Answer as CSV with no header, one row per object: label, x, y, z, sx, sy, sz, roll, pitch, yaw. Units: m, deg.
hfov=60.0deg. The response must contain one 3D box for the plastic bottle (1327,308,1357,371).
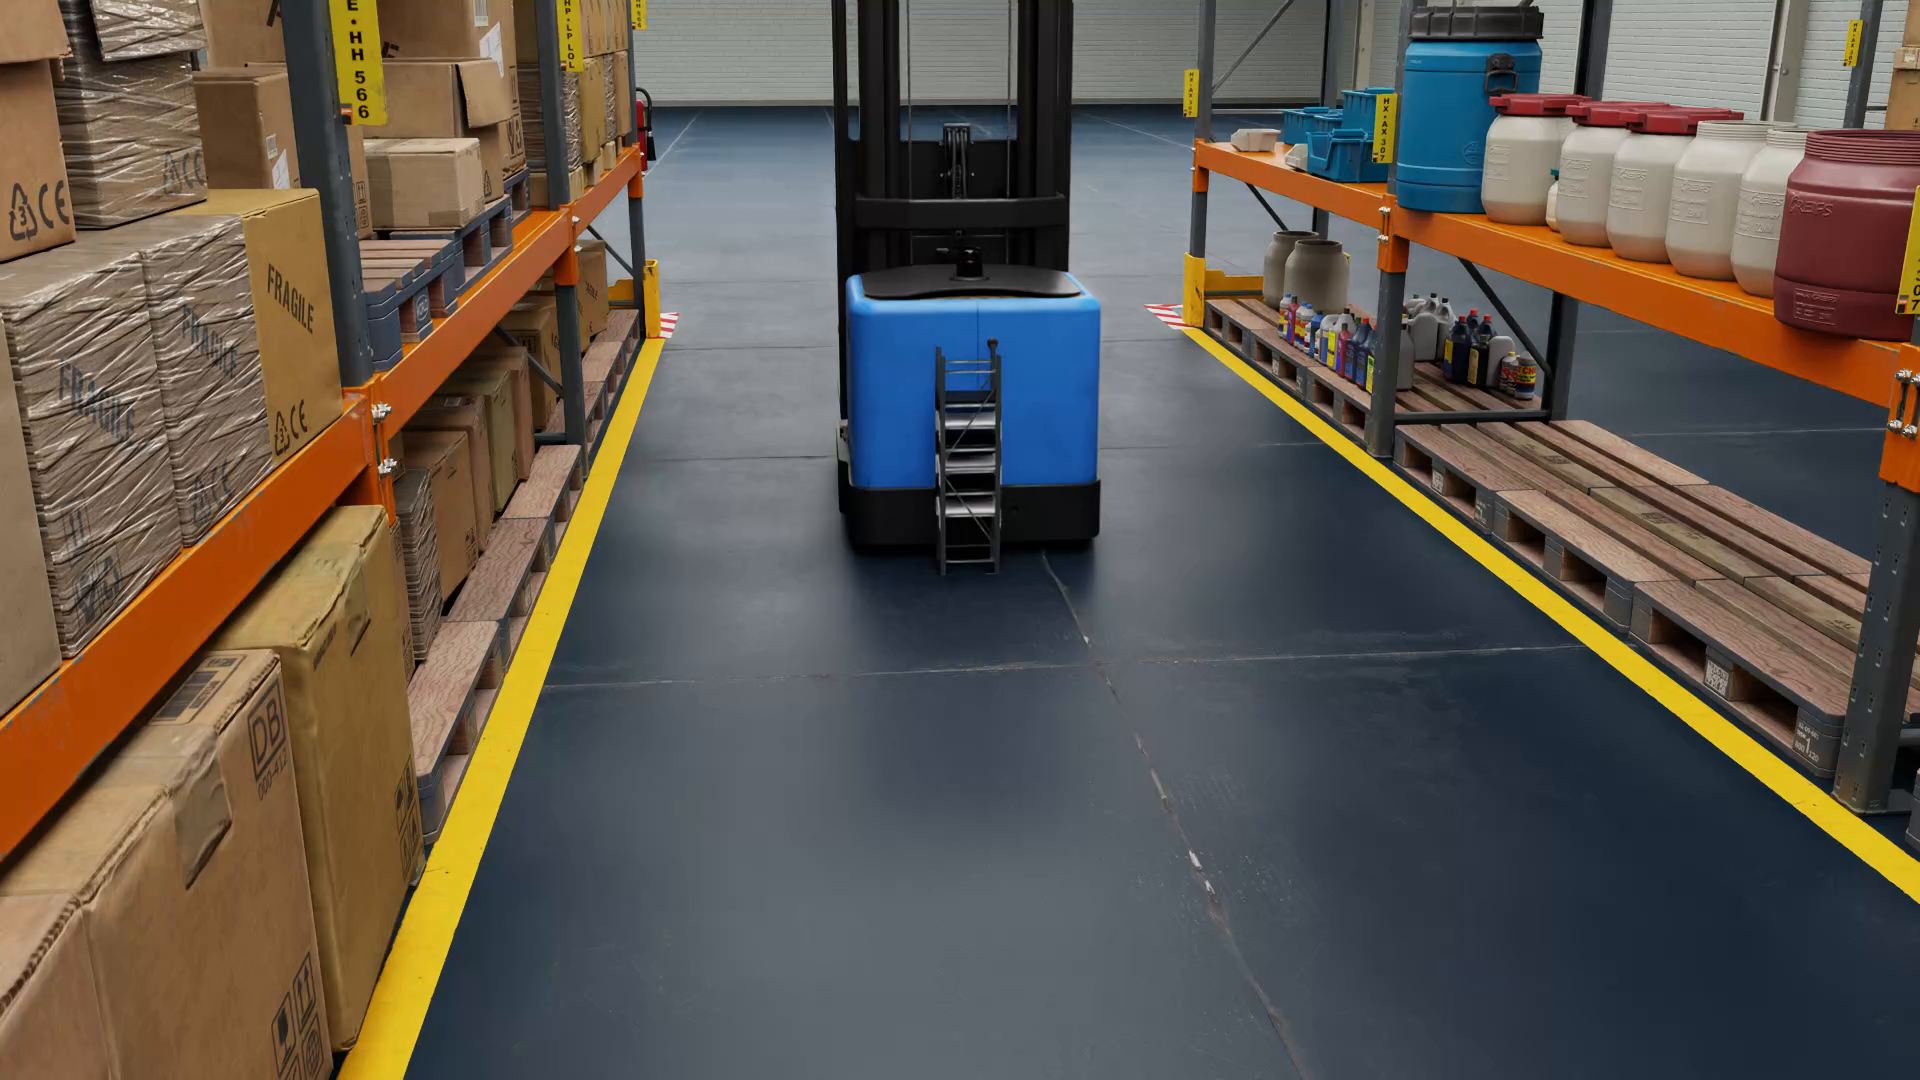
plastic bottle,2.200,-1.158,9.545,0.144,0.351,0.185,-2,18,-6

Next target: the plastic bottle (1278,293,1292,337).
plastic bottle,2.071,-1.425,10.530,0.097,0.271,0.097,0,17,0

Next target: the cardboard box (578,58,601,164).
cardboard box,-2.322,-2.198,8.507,0.875,0.500,0.500,-2,18,-6

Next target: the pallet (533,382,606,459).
pallet,-2.425,-0.591,8.707,1.003,0.211,1.213,-2,18,-6

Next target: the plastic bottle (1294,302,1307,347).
plastic bottle,2.106,-1.323,10.205,0.097,0.271,0.097,0,17,0

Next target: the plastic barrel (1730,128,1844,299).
plastic barrel,2.700,-1.037,5.285,0.421,0.512,0.421,0,17,0

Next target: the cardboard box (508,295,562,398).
cardboard box,-2.388,-1.021,8.893,0.500,0.500,0.500,4,18,12

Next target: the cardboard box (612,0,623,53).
cardboard box,-2.373,-3.276,10.270,0.500,0.500,0.500,-2,18,-6

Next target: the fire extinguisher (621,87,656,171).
fire extinguisher,-2.286,-2.925,11.617,0.296,0.674,0.183,-2,18,-6

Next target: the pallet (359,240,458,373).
pallet,-2.087,-0.648,4.554,1.213,0.211,1.003,-2,18,-6

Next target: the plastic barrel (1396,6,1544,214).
plastic barrel,2.345,-1.990,7.671,0.600,0.901,0.708,-2,18,-6

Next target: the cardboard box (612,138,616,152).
cardboard box,-2.385,-2.493,10.530,0.380,0.149,0.250,-2,18,-6

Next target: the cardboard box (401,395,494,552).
cardboard box,-2.190,-0.247,6.393,0.700,0.500,0.500,-3,18,-10

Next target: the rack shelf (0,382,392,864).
rack shelf,-1.701,0.409,2.069,1.077,0.370,4.000,-2,18,-6

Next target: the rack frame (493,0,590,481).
rack frame,-2.320,-1.722,7.655,1.000,3.000,0.127,-2,18,-6

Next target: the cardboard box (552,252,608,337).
cardboard box,-2.589,-1.558,10.604,0.500,0.500,0.500,3,18,9

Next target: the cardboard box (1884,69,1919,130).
cardboard box,7.157,-3.127,11.963,0.700,0.500,0.500,-2,18,-6

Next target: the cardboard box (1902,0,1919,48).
cardboard box,7.162,-3.730,11.718,0.700,0.500,0.500,-2,18,-5

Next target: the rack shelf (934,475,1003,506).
rack shelf,0.033,-0.199,6.719,0.258,0.077,0.200,-1,17,-5

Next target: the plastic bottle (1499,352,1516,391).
plastic bottle,2.989,-0.919,9.034,0.097,0.201,0.097,0,17,0

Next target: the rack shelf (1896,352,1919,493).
rack shelf,3.225,0.256,2.556,1.077,0.370,4.000,-2,18,-6

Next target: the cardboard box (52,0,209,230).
cardboard box,-1.848,-0.838,2.998,0.797,0.503,0.637,-1,17,-4

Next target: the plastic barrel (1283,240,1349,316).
plastic barrel,2.389,-1.737,11.155,0.421,0.512,0.421,0,17,0

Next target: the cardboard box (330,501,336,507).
cardboard box,-2.007,-0.104,4.688,0.500,0.250,0.500,-1,17,-3

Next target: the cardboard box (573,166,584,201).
cardboard box,-2.056,-1.751,8.165,0.380,0.149,0.250,-2,18,-6

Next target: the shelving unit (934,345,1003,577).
shelving unit,0.033,-0.316,6.682,0.258,0.900,0.210,-1,17,-5

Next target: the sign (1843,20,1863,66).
sign,6.568,-3.654,12.232,0.100,0.325,0.005,-2,18,-6

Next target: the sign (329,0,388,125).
sign,-1.356,-1.101,3.743,0.100,0.325,0.005,-2,18,-6

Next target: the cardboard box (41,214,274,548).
cardboard box,-1.565,-0.290,2.926,0.500,0.500,0.500,-2,18,-6

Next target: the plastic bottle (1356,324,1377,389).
plastic bottle,2.253,-1.004,9.056,0.144,0.351,0.185,-2,18,-7

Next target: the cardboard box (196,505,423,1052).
cardboard box,-1.857,0.489,3.457,1.225,0.875,0.875,-3,18,-8

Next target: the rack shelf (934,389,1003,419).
rack shelf,0.033,-0.542,6.611,0.258,0.077,0.200,-1,17,-5

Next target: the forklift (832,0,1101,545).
forklift,-0.056,-1.771,7.925,1.130,2.935,3.031,-1,17,-5

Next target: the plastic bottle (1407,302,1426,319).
plastic bottle,2.832,-1.326,10.207,0.152,0.276,0.135,-2,18,-7

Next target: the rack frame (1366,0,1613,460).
rack frame,2.606,-1.875,8.142,1.000,3.000,0.127,-2,18,-6

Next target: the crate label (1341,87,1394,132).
crate label,2.653,-2.544,10.213,0.502,0.435,0.616,-2,18,-6

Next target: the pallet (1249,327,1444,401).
pallet,2.450,-1.111,10.362,1.003,0.211,1.213,-2,18,-6

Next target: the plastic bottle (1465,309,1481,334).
plastic bottle,2.916,-1.131,9.459,0.144,0.351,0.185,-3,18,-8

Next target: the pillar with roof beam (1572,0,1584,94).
pillar with roof beam,6.842,-11.283,28.094,9.100,9.000,0.400,-2,18,-6

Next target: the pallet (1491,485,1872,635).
pallet,2.855,0.052,6.658,1.003,0.211,1.213,-2,18,-6

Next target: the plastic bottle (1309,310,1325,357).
plastic bottle,2.137,-1.233,9.917,0.097,0.271,0.097,0,17,0

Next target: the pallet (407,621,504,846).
pallet,-1.987,0.567,5.018,1.003,0.211,1.213,-2,18,-6

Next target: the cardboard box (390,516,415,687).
cardboard box,-1.997,0.253,4.801,0.700,0.500,0.500,-3,18,-9

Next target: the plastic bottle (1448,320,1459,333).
plastic bottle,2.864,-1.136,9.607,0.097,0.271,0.097,0,17,0

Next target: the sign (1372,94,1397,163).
sign,2.058,-1.994,8.057,0.100,0.325,0.005,-2,18,-6

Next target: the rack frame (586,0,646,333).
rack frame,-2.733,-2.914,11.451,1.000,3.000,0.127,-2,18,-6

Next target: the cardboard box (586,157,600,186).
cardboard box,-2.129,-1.974,8.877,0.380,0.149,0.250,-2,18,-6

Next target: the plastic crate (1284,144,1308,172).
plastic crate,2.187,-2.225,9.698,0.530,0.136,0.437,-2,18,-6

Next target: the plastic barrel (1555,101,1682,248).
plastic barrel,2.563,-1.430,6.496,0.433,0.535,0.433,0,17,0

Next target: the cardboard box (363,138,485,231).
cardboard box,-1.852,-1.166,5.432,0.500,0.250,0.500,-2,18,-7

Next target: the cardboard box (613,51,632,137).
cardboard box,-2.532,-2.794,10.404,0.875,0.500,0.500,-2,18,-6

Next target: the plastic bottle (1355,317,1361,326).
plastic bottle,2.299,-1.136,9.589,0.061,0.283,0.133,-2,18,-6

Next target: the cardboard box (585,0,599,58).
cardboard box,-2.218,-2.829,8.847,0.500,0.500,0.500,-2,18,-6
